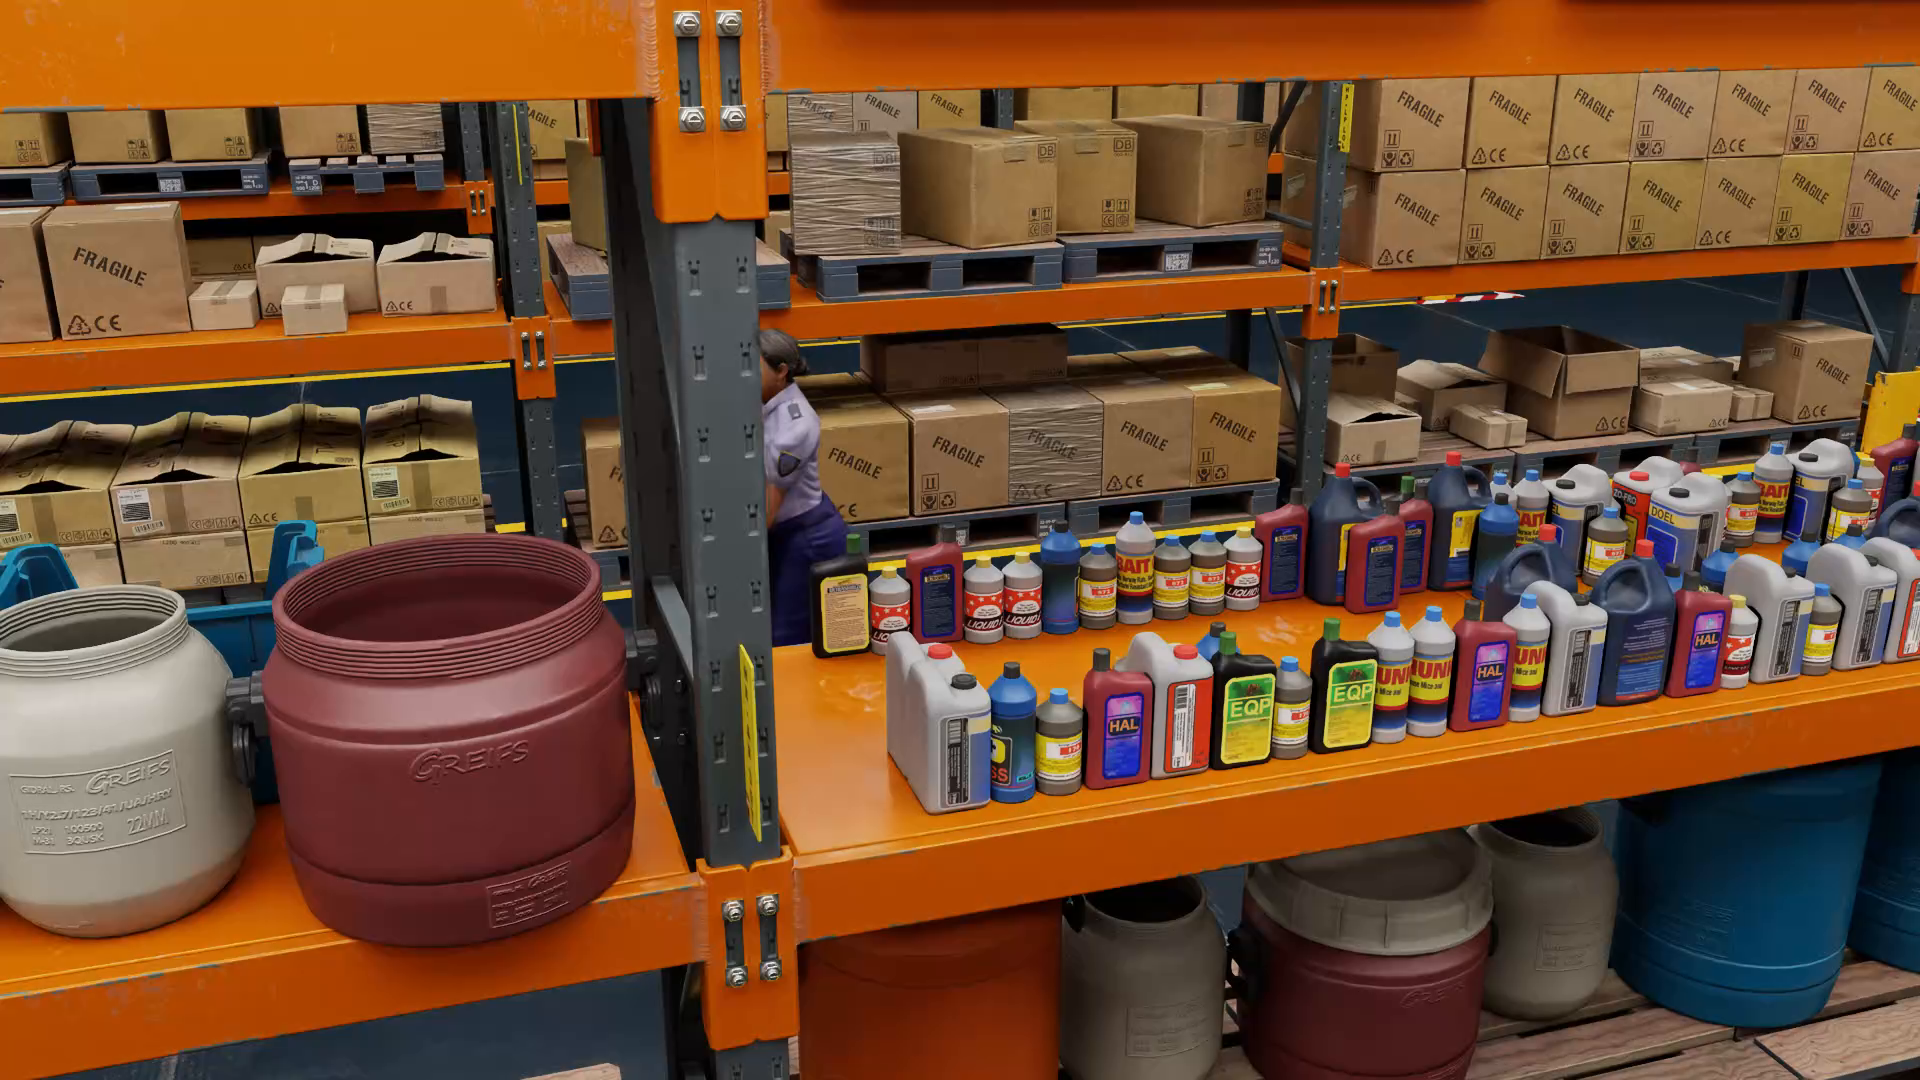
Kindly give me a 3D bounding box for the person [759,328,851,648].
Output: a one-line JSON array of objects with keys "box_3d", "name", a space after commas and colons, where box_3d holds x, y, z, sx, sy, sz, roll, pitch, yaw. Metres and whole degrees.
[{"box_3d": [-0.664, 0.053, 5.984, 0.544, 1.627, 0.435, -7, 20, -18], "name": "person"}]
